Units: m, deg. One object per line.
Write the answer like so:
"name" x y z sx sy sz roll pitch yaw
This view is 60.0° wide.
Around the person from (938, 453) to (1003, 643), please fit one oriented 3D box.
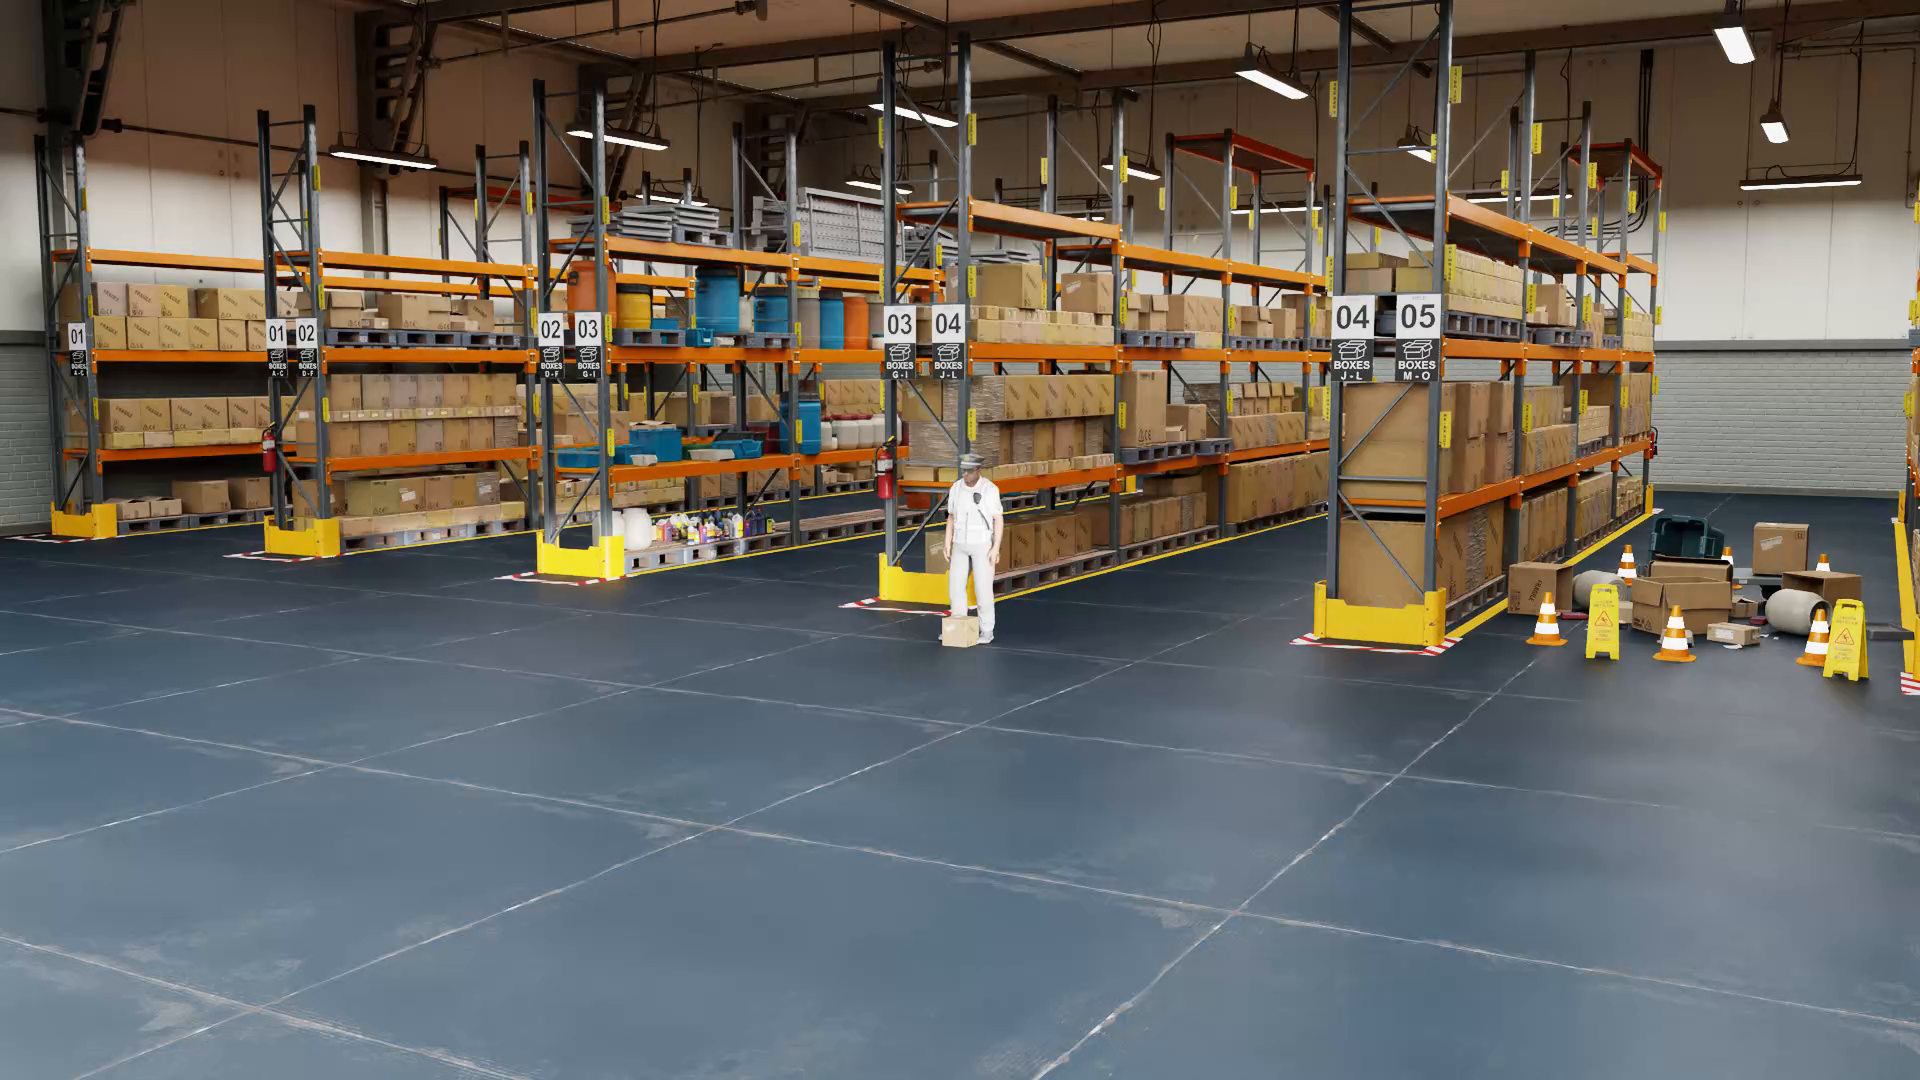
"person" 0.126 0.066 15.452 0.587 1.748 0.438 3 7 29
